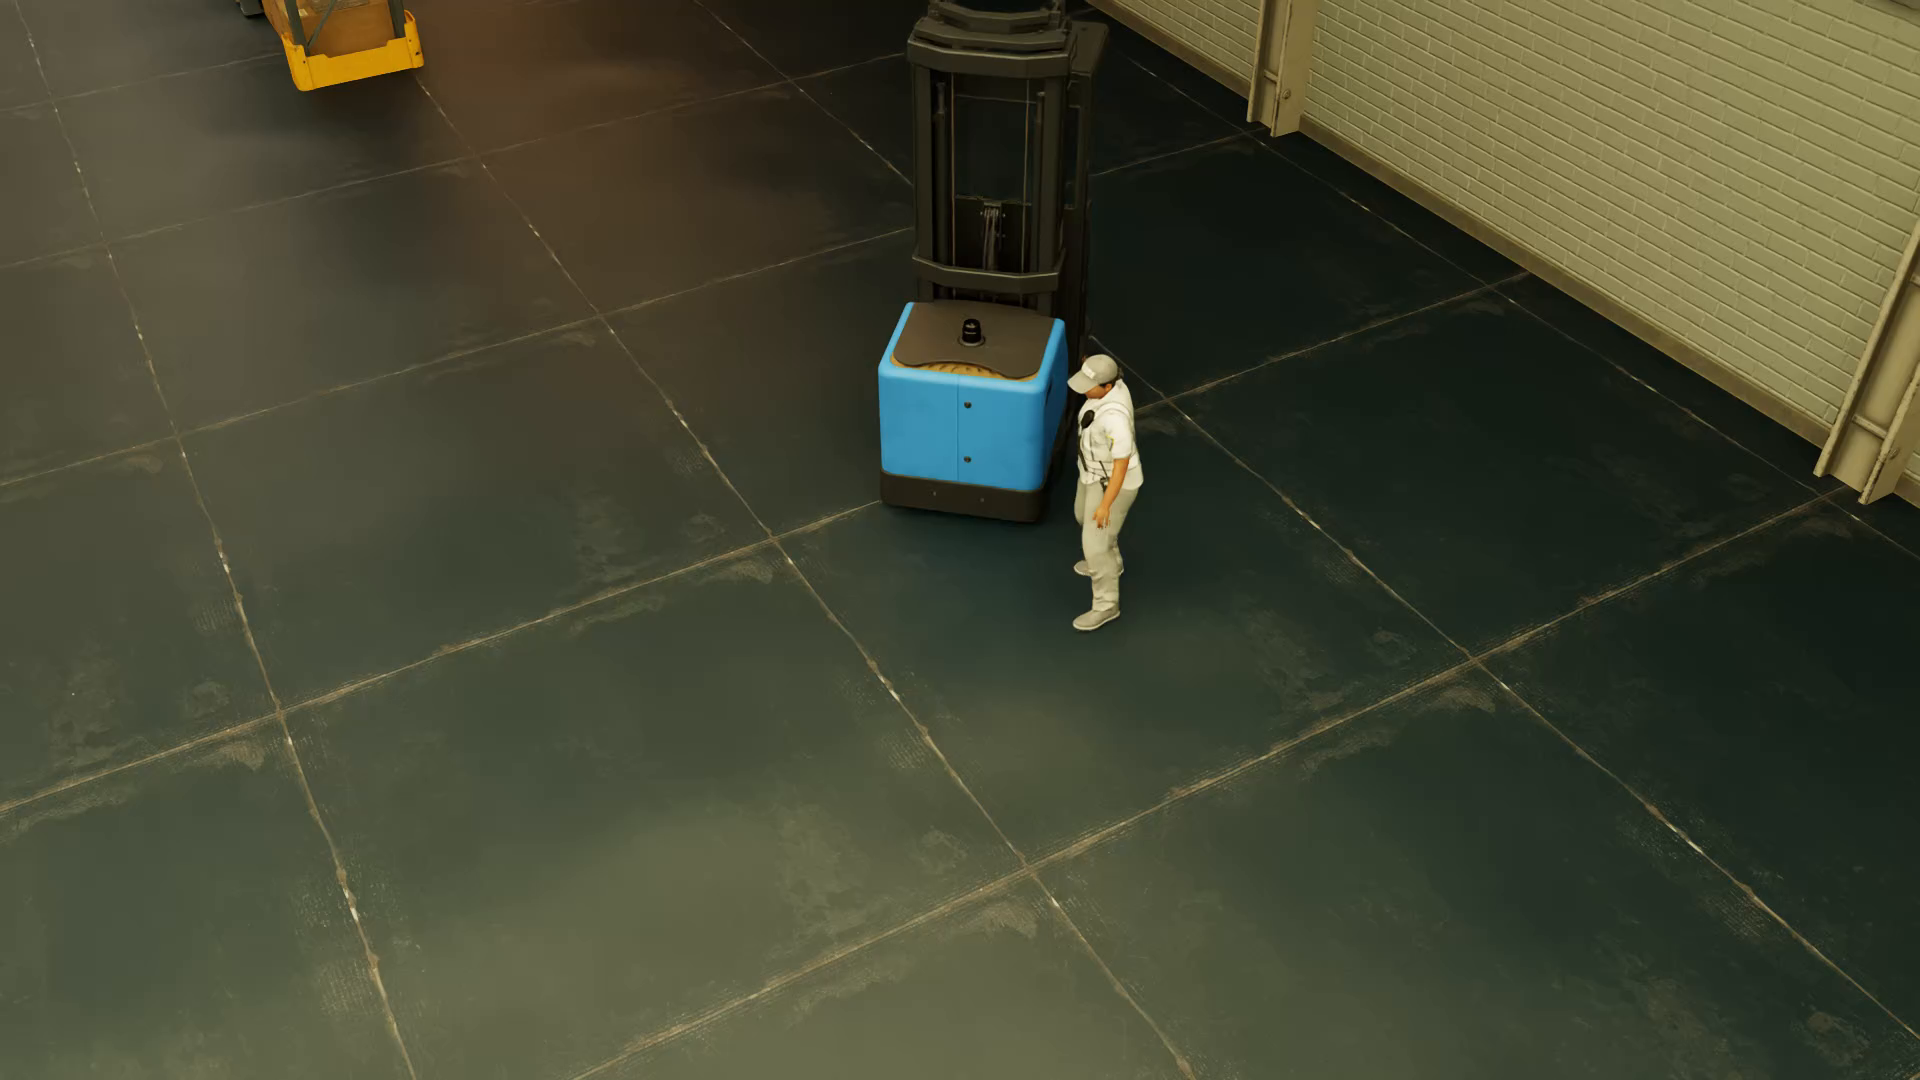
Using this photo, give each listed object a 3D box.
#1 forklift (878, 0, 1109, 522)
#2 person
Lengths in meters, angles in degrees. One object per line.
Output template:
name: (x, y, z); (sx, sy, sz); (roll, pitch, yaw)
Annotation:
forklift: (0.302, -2.184, 10.669); (1.130, 2.935, 3.031); (8, 40, 9)
person: (0.810, -0.342, 9.466); (0.455, 1.641, 0.766); (-3, 40, -3)
